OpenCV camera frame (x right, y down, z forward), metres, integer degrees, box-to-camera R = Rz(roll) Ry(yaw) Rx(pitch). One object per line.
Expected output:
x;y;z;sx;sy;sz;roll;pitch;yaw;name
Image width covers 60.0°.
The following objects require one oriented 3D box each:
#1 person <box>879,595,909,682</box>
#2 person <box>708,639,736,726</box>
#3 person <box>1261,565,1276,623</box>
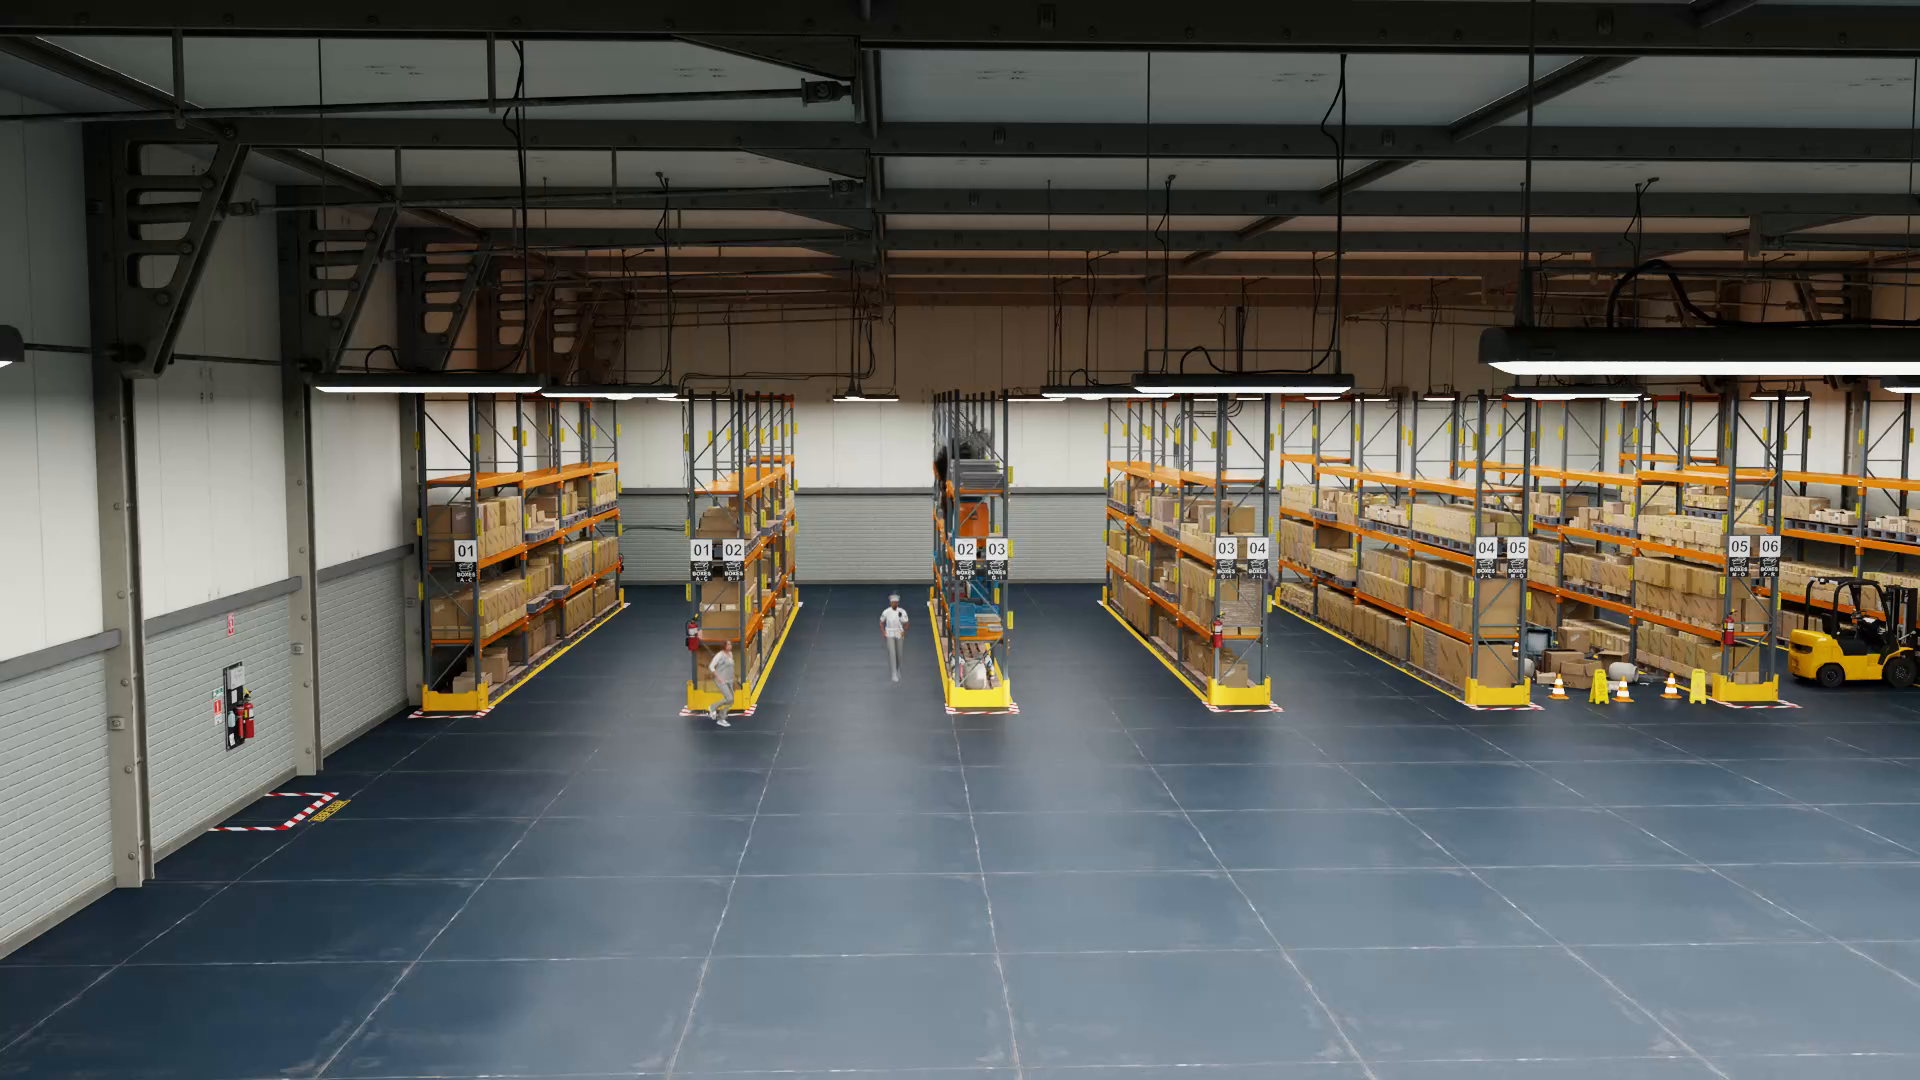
-1.306;1.922;32.872;0.598;1.708;0.640;0;5;-4;person
-4.238;2.538;29.664;0.511;1.571;0.536;2;5;24;person
8.047;1.386;43.788;0.537;1.578;0.598;0;5;1;person
